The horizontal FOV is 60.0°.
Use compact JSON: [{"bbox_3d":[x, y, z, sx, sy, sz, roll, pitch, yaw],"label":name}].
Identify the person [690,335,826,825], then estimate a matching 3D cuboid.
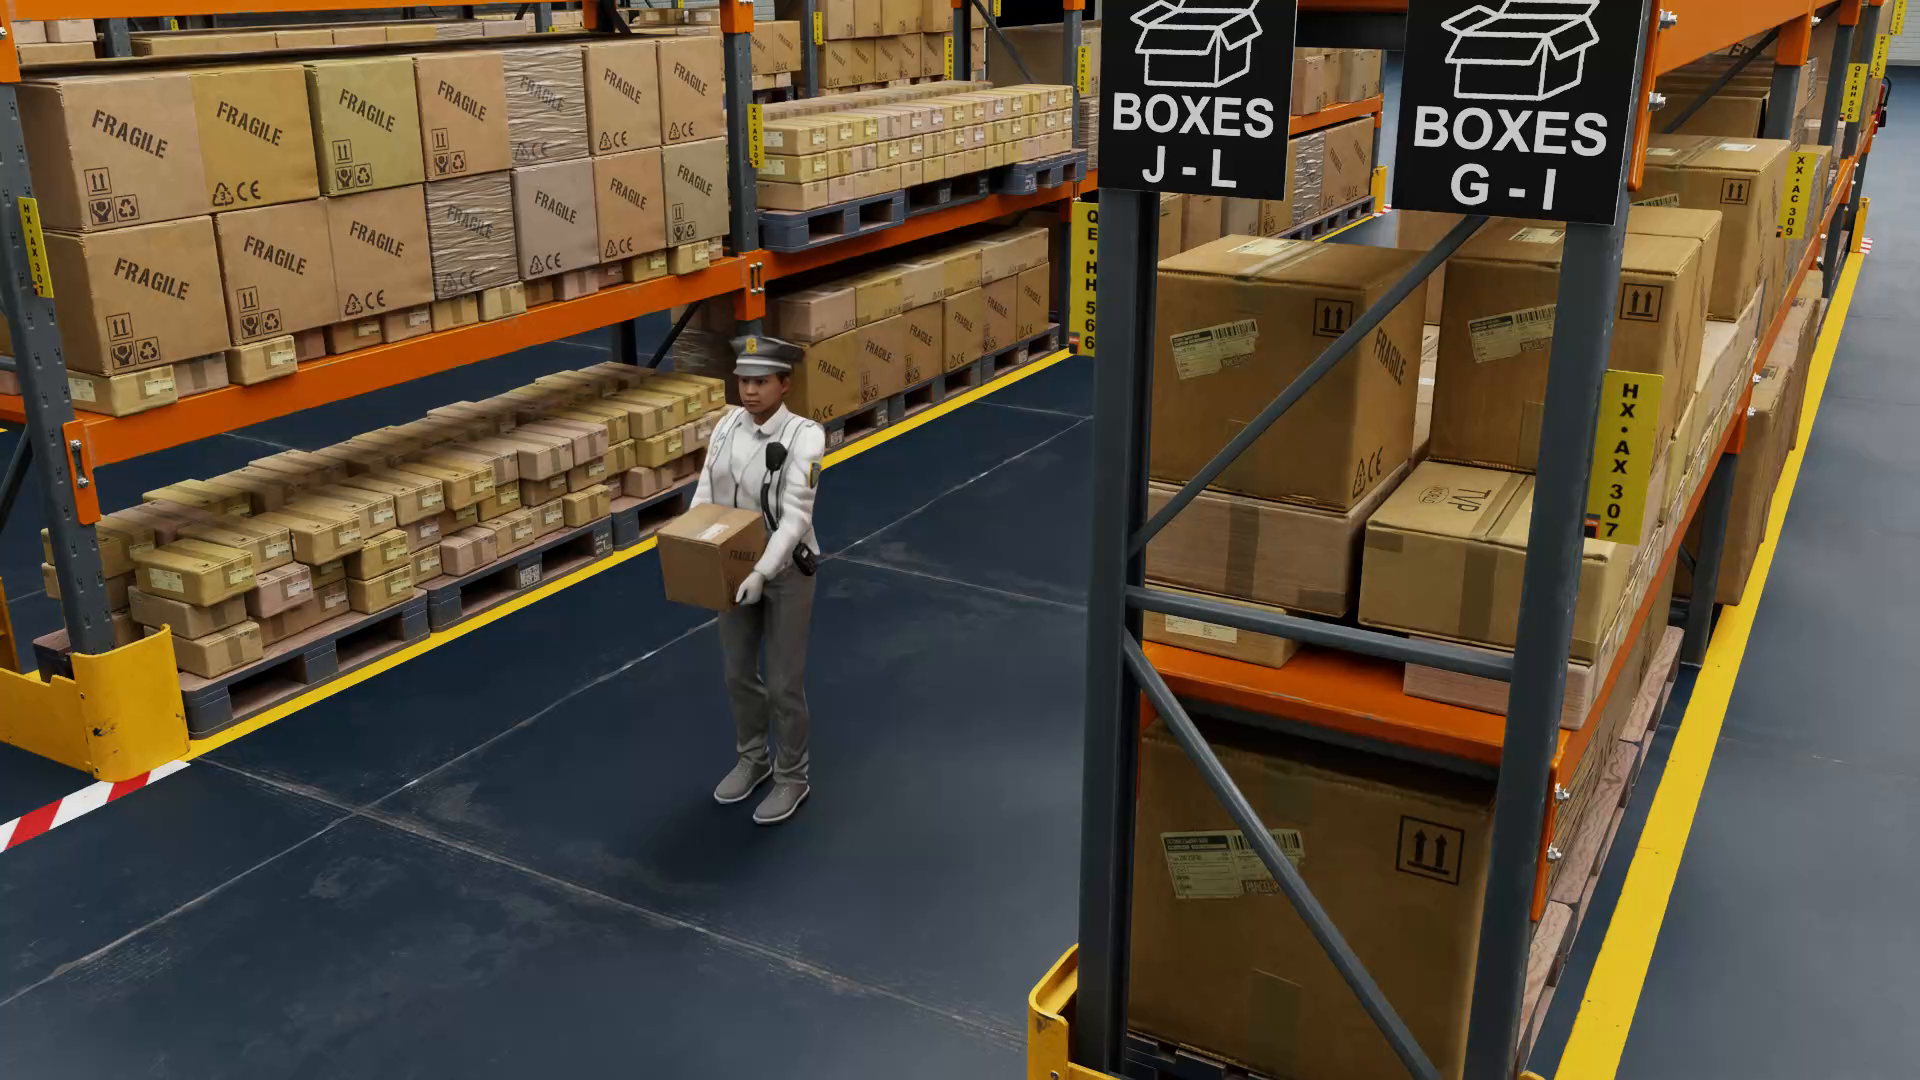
[{"bbox_3d":[-0.712,0.141,5.642,0.446,1.691,0.523,10,22,27],"label":"person"}]
